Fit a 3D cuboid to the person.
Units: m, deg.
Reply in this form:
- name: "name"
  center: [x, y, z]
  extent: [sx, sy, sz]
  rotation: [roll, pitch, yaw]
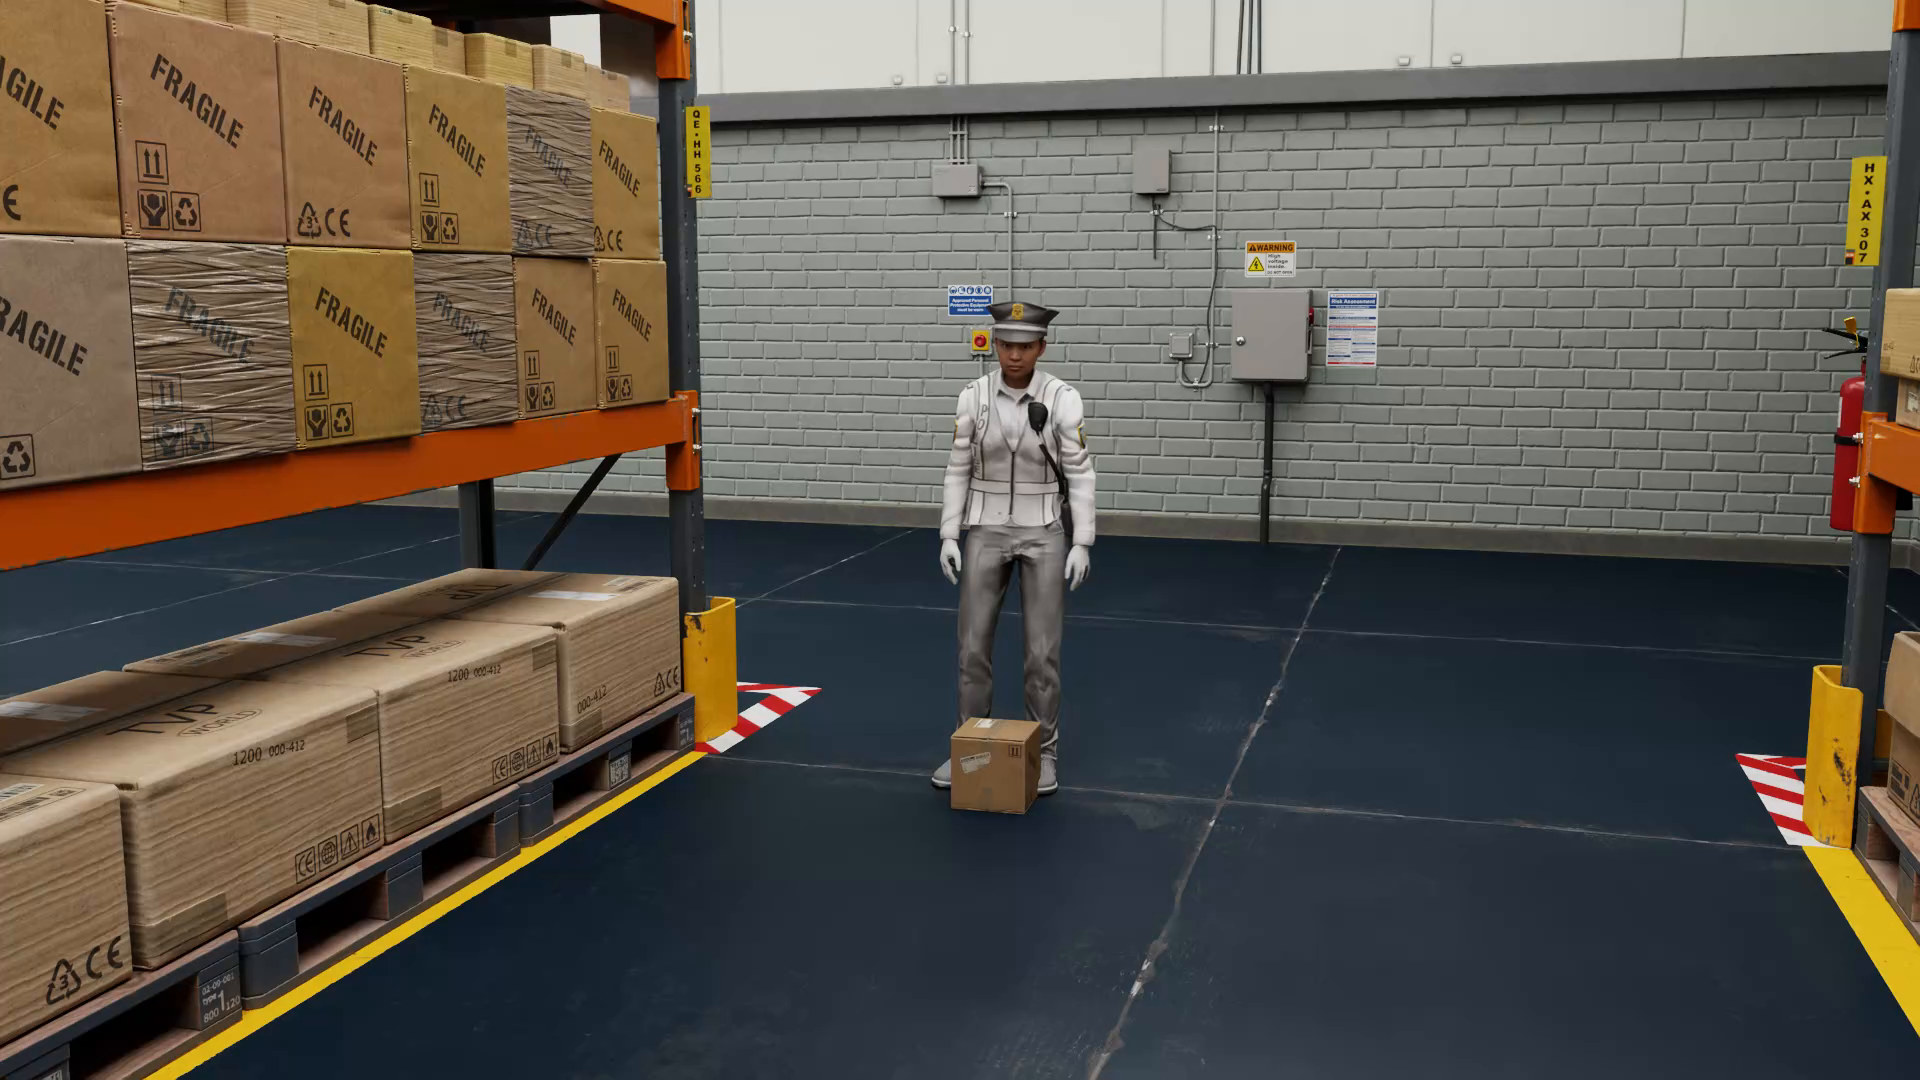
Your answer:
- name: "person"
  center: [0.191, 0.020, 5.690]
  extent: [0.546, 1.665, 0.374]
  rotation: [2, 9, 13]
